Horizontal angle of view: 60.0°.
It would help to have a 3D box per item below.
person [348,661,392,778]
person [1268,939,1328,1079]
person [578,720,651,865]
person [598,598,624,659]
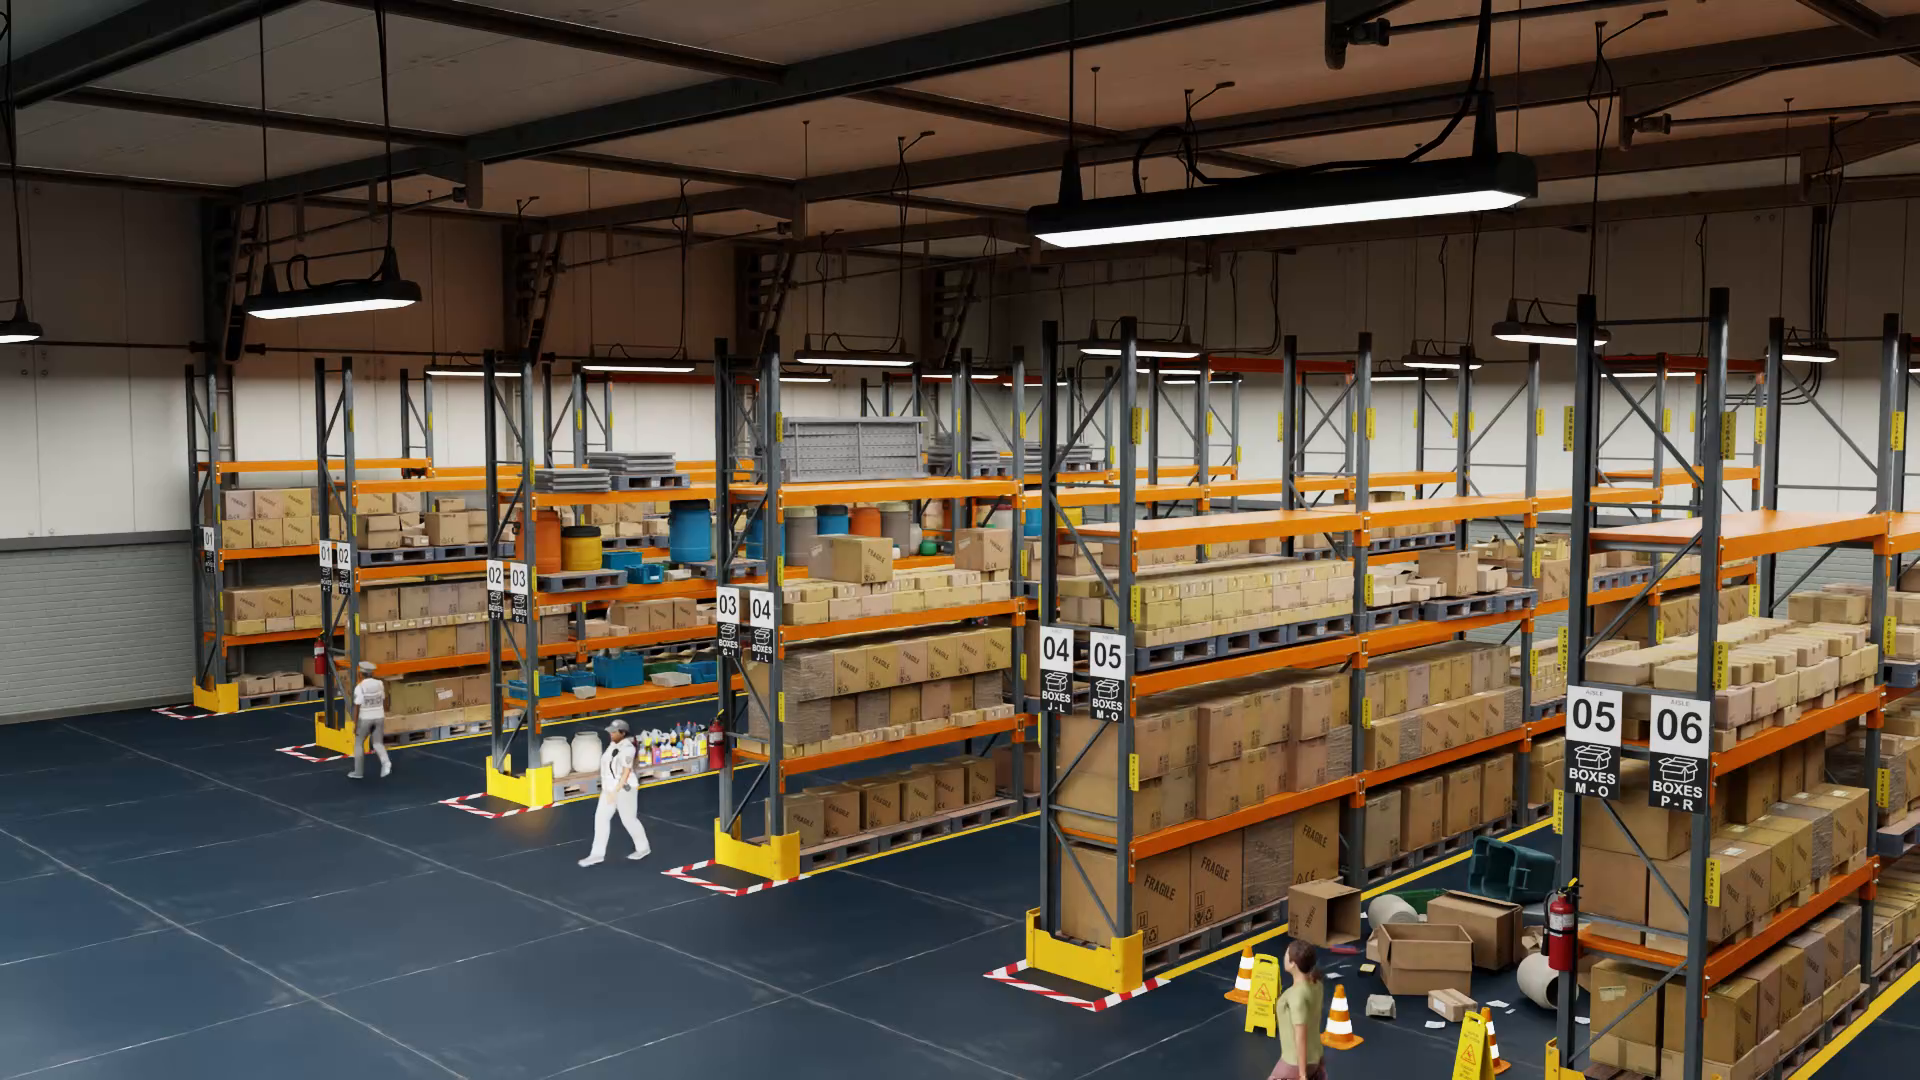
[{"bbox_3d":[-8.298,2.539,23.377,0.776,1.656,0.479,4,6,41],"label":"person"},{"bbox_3d":[2.325,3.488,11.143,0.996,1.625,0.447,2,5,23],"label":"person"},{"bbox_3d":[-3.939,2.878,19.033,0.830,1.640,0.498,-4,6,-41],"label":"person"},{"bbox_3d":[-6.555,1.917,31.098,0.607,1.813,0.739,3,6,38],"label":"person"}]
